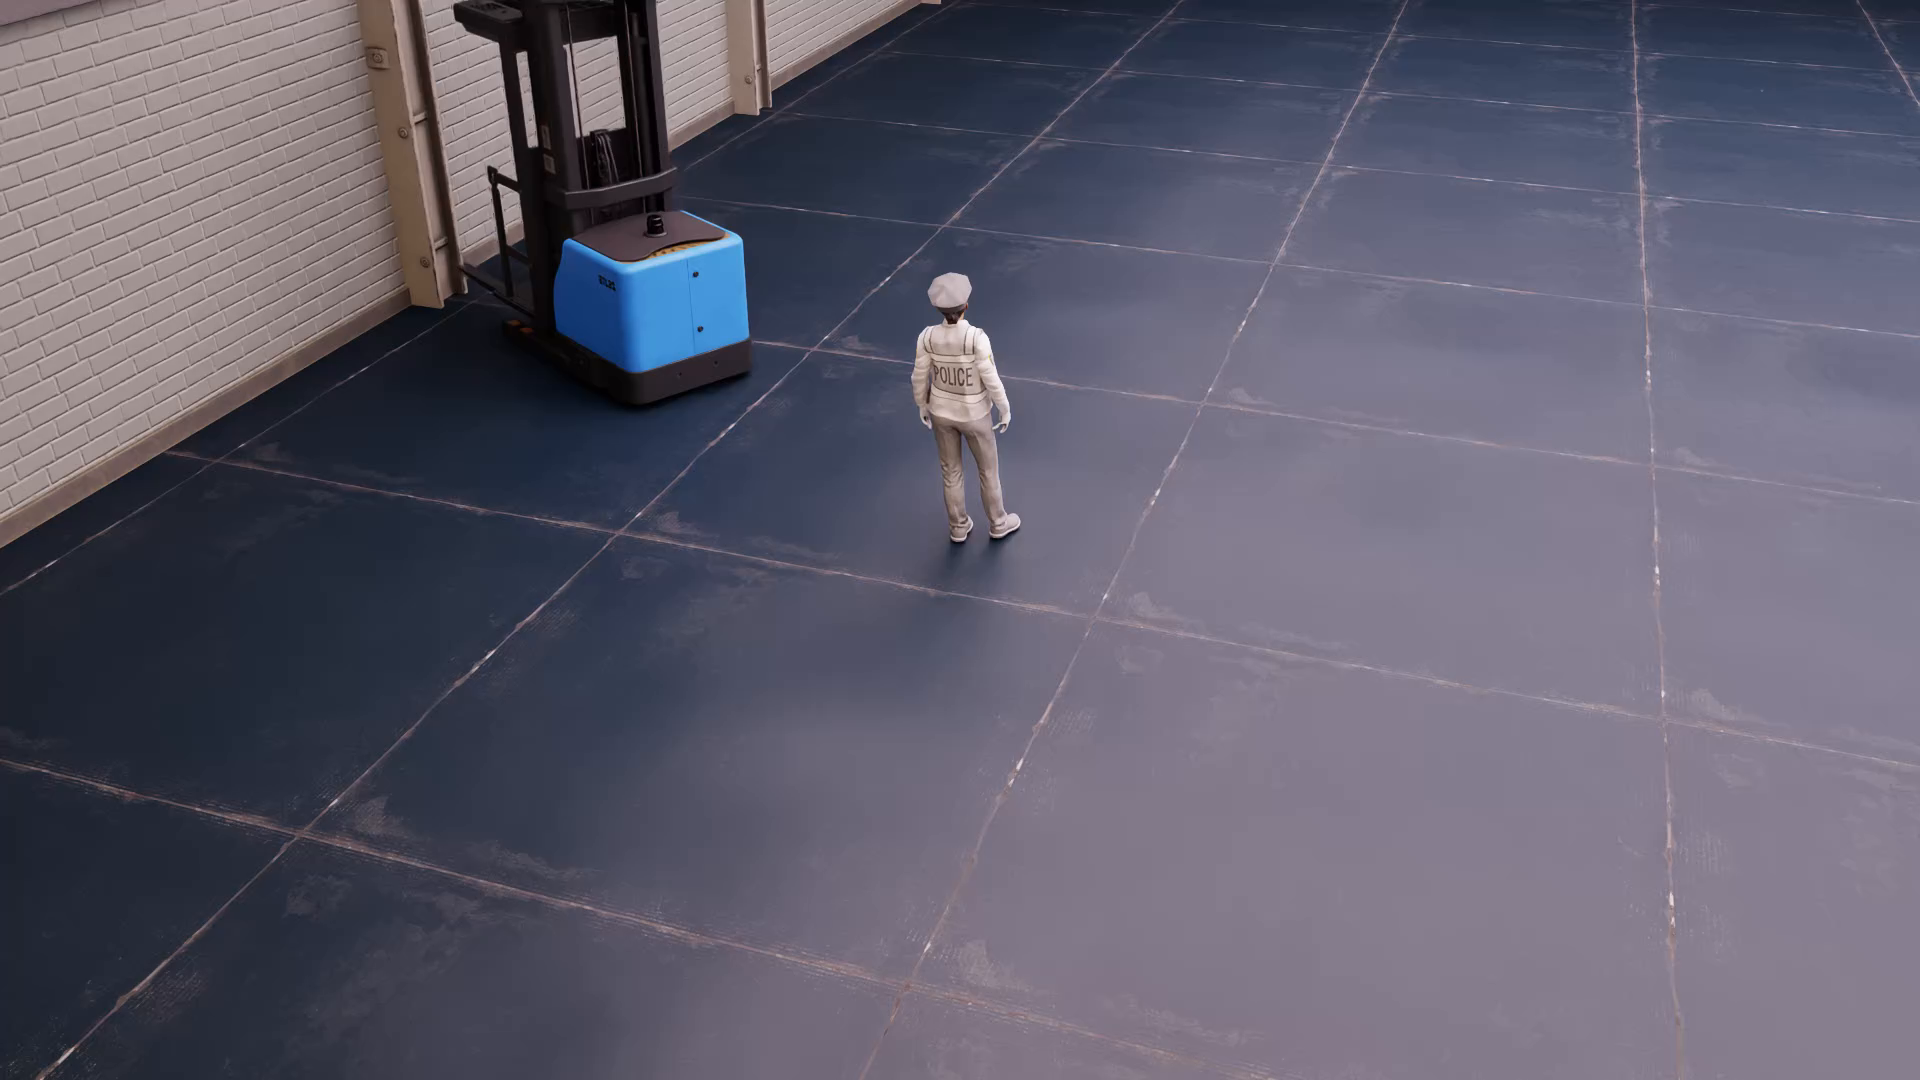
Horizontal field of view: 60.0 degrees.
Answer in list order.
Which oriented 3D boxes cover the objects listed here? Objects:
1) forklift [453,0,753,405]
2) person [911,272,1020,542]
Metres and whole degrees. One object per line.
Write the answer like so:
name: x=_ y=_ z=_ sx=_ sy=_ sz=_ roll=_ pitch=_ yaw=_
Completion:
forklift: x=-2.861 y=-2.869 z=12.169 sx=1.130 sy=2.935 sz=3.031 roll=-23 pitch=37 yaw=-35
person: x=0.028 y=-0.773 z=9.727 sx=0.588 sy=1.695 sz=0.531 roll=10 pitch=31 yaw=16
